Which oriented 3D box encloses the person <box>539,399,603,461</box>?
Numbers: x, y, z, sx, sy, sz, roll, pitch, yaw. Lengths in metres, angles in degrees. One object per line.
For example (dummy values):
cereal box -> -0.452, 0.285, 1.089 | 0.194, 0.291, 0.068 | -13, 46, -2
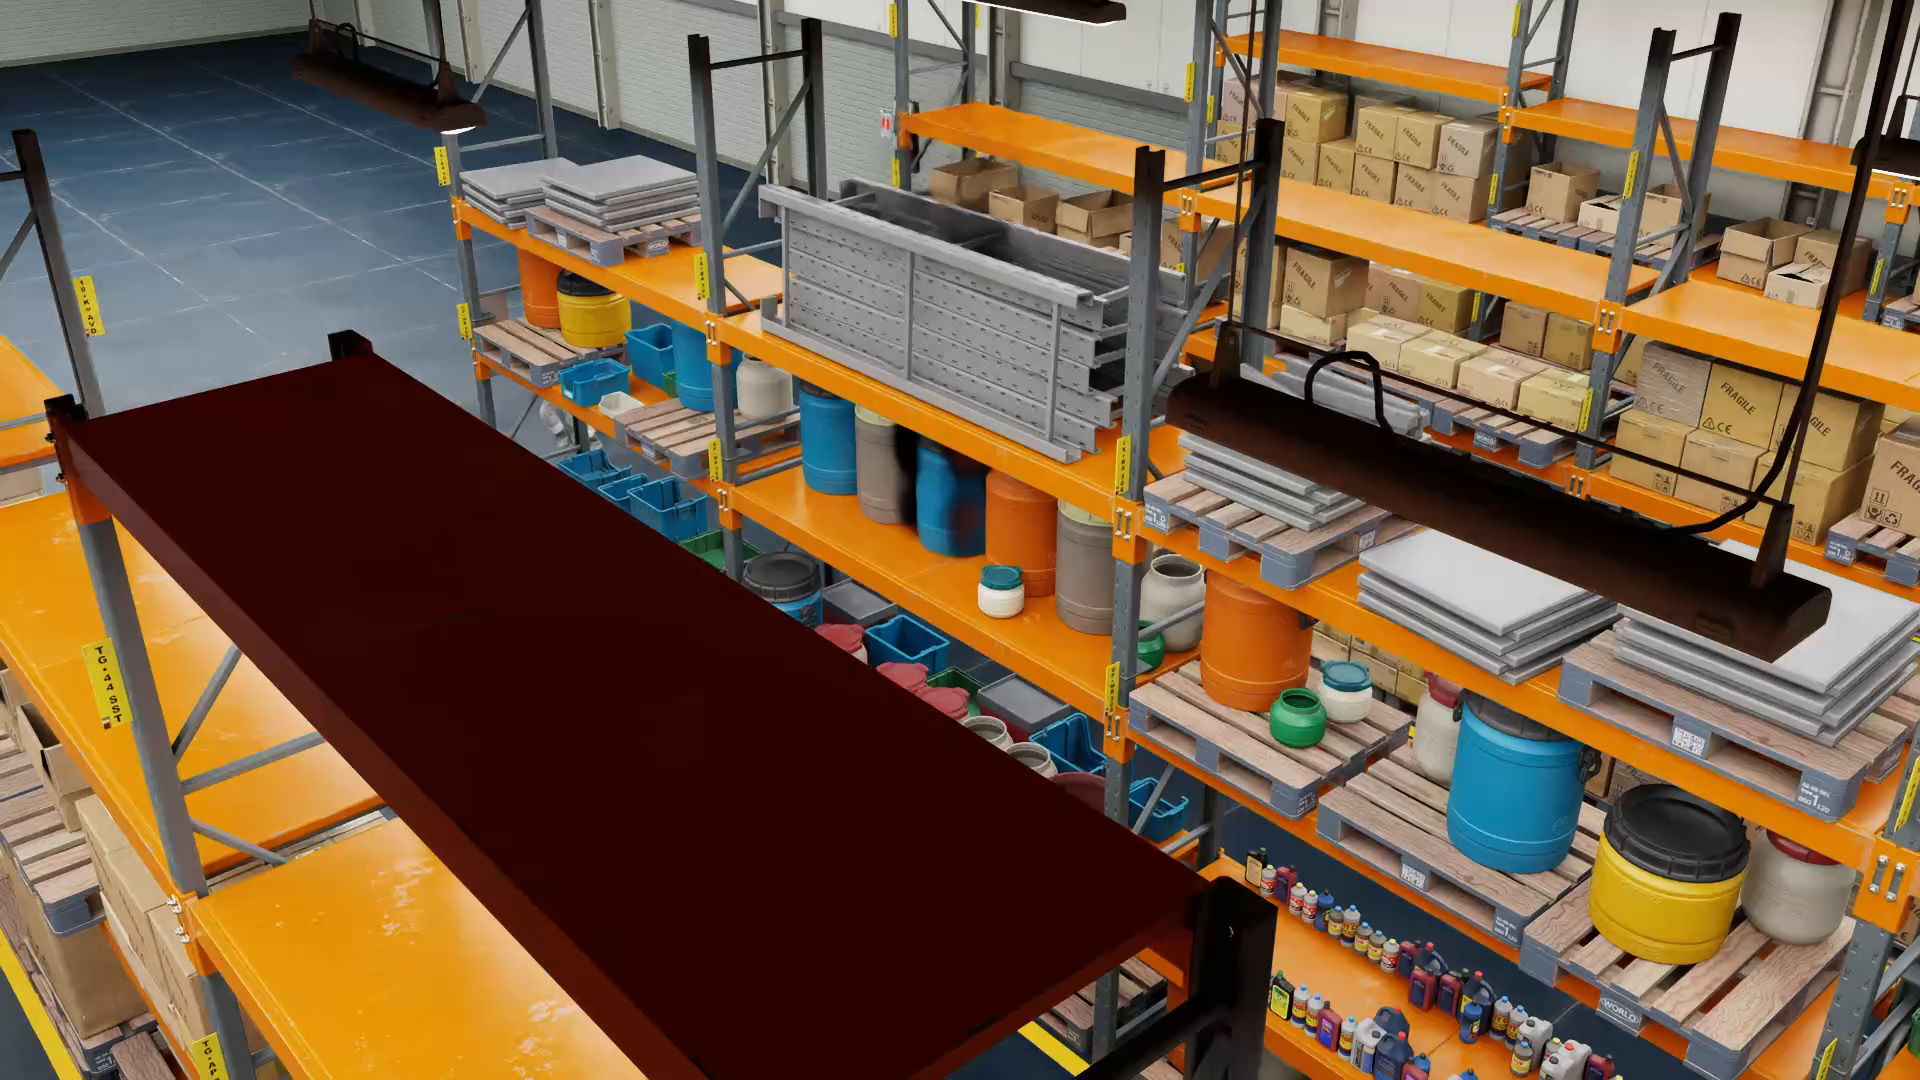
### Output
person -> -4.519, -1.709, 18.985 | 0.737, 1.826, 0.632 | -10, 29, -19
